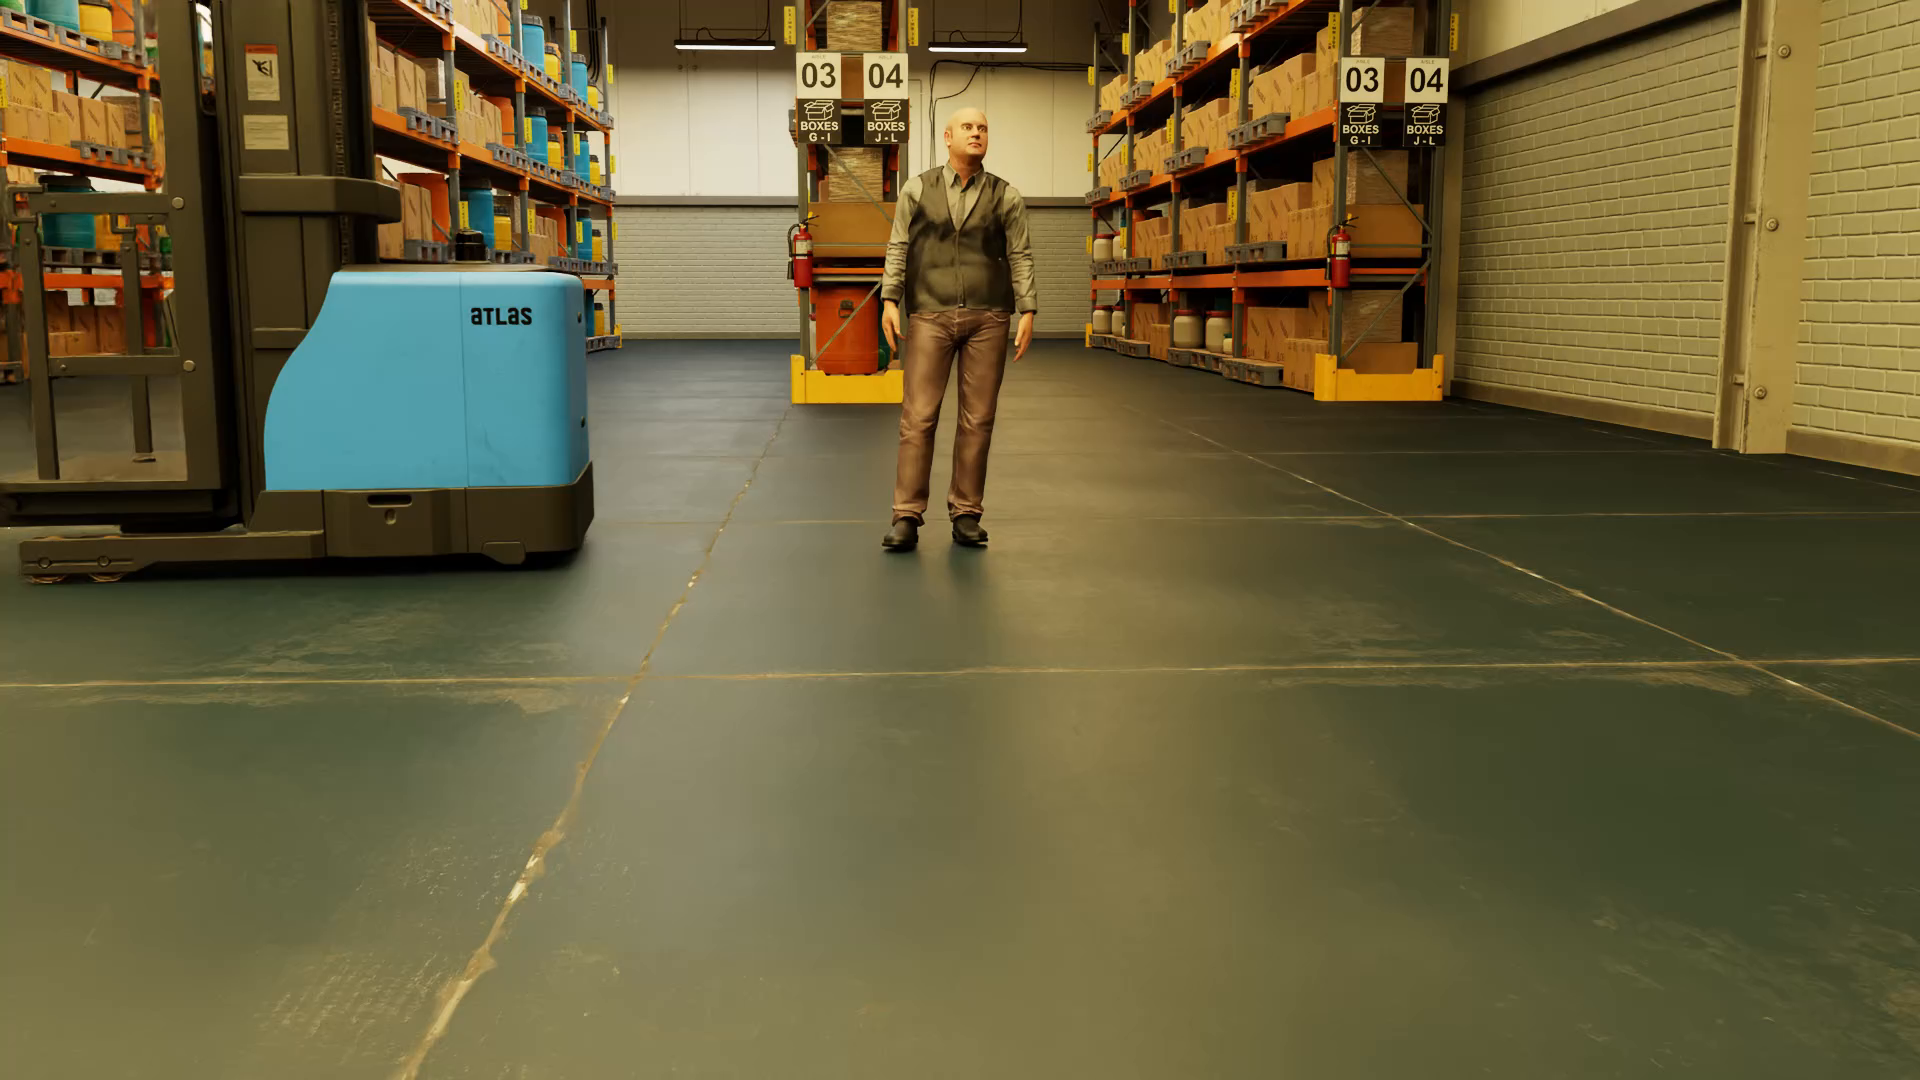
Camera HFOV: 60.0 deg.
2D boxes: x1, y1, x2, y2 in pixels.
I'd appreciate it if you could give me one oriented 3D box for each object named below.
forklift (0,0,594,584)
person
[{"bbox_3d":[-2.969,-1.380,6.126,3.031,2.935,1.130,-1,9,-8],"label":"forklift"},{"bbox_3d":[-0.003,-0.850,6.620,0.634,1.722,0.566,-1,8,-4],"label":"person"}]
